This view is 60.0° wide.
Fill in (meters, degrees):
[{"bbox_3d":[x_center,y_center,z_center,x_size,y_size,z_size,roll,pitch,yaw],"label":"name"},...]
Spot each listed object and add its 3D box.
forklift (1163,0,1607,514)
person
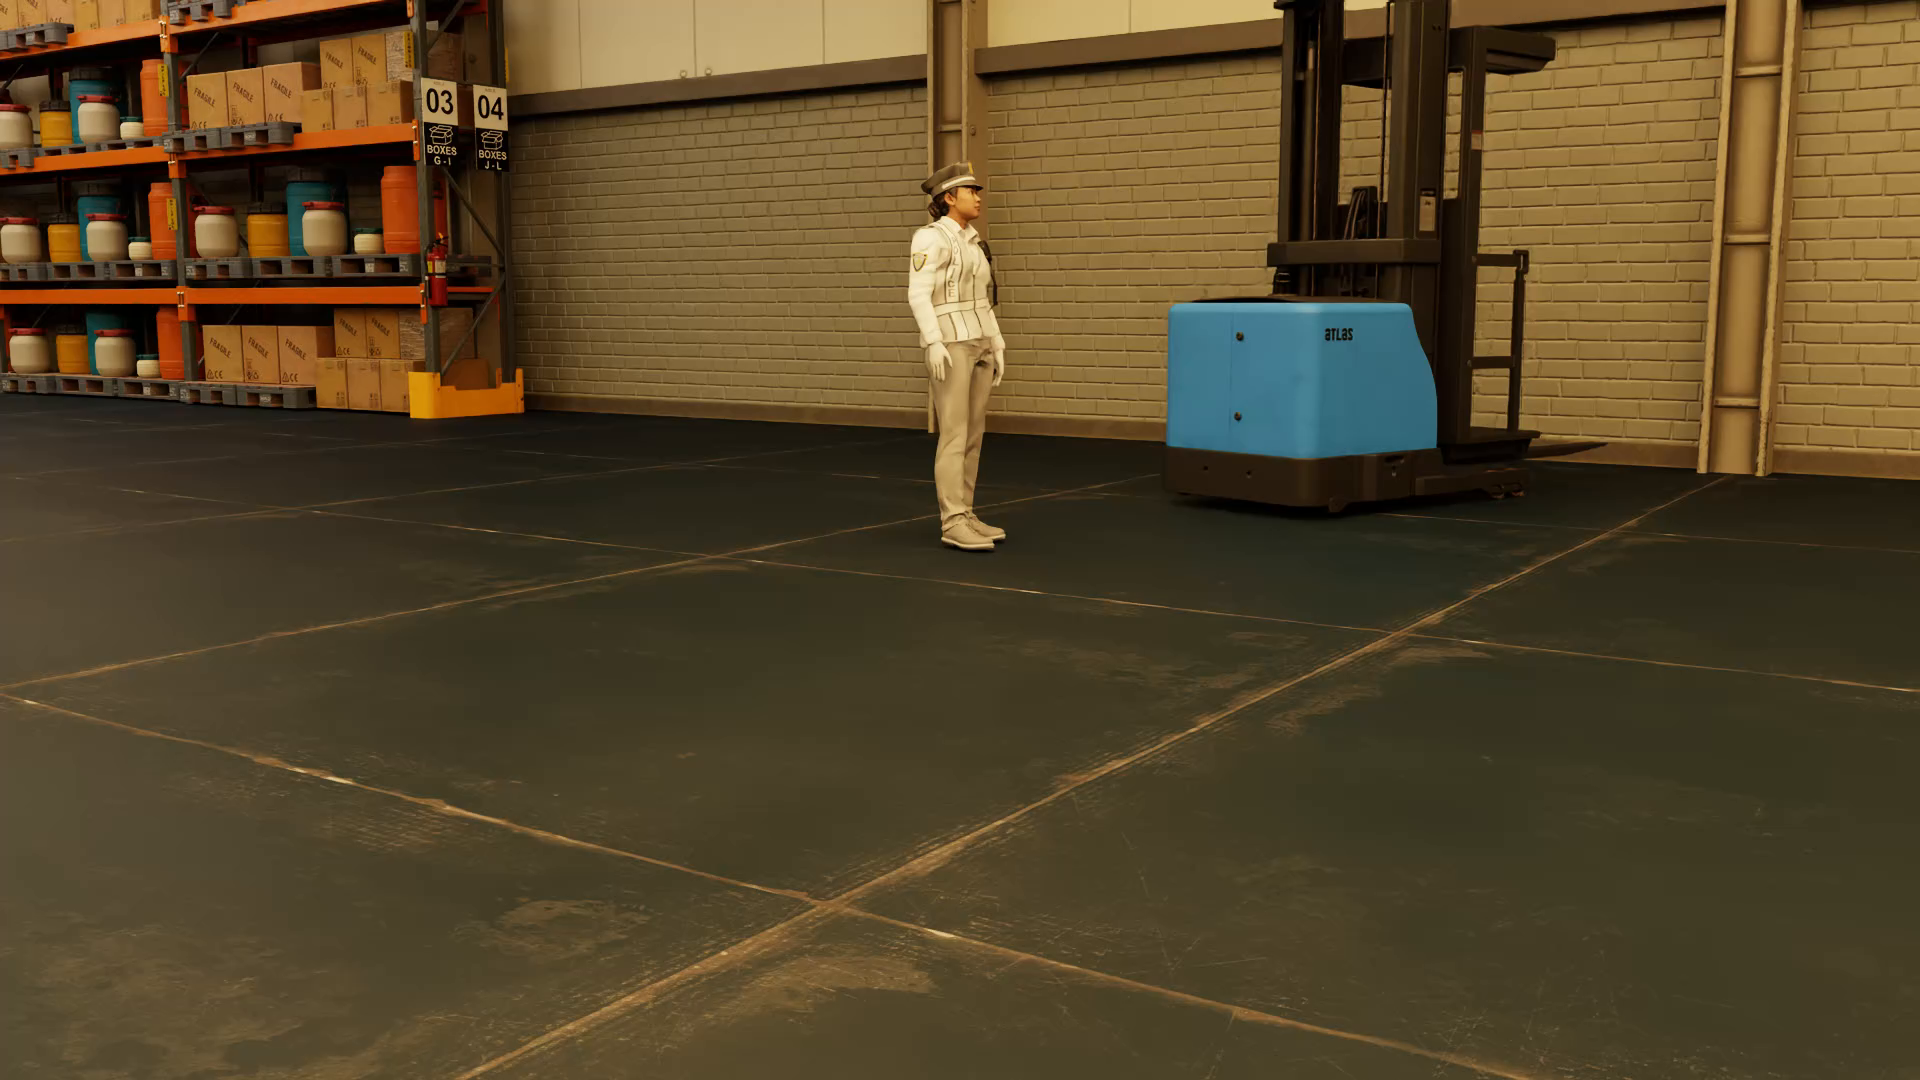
[{"bbox_3d":[2.566,-1.726,9.331,3.031,2.935,1.130,-6,10,-38],"label":"forklift"},{"bbox_3d":[0.053,-0.840,7.439,0.532,1.694,0.586,5,10,34],"label":"person"}]
